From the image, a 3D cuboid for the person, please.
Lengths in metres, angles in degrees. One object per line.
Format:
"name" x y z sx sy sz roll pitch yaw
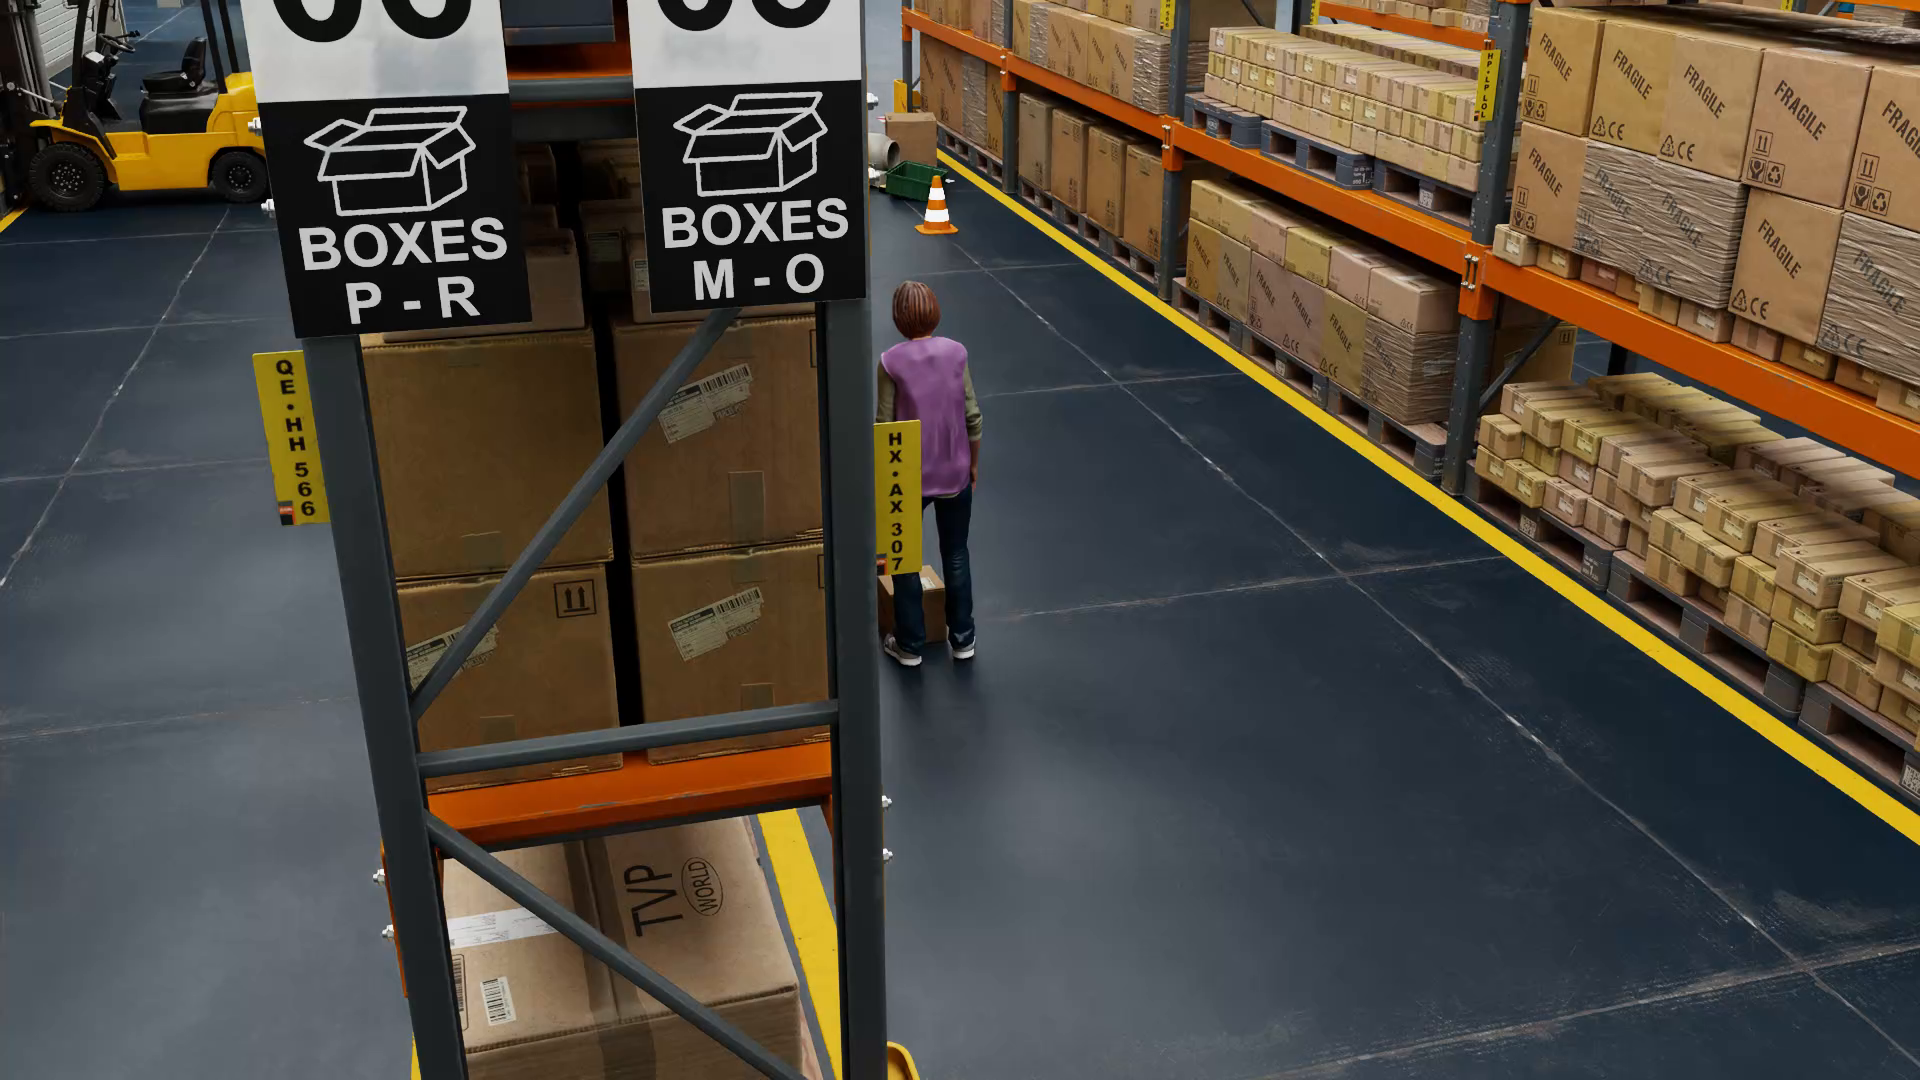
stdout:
"person" -0.136 -0.242 6.677 0.468 1.589 0.350 -8 24 -17
